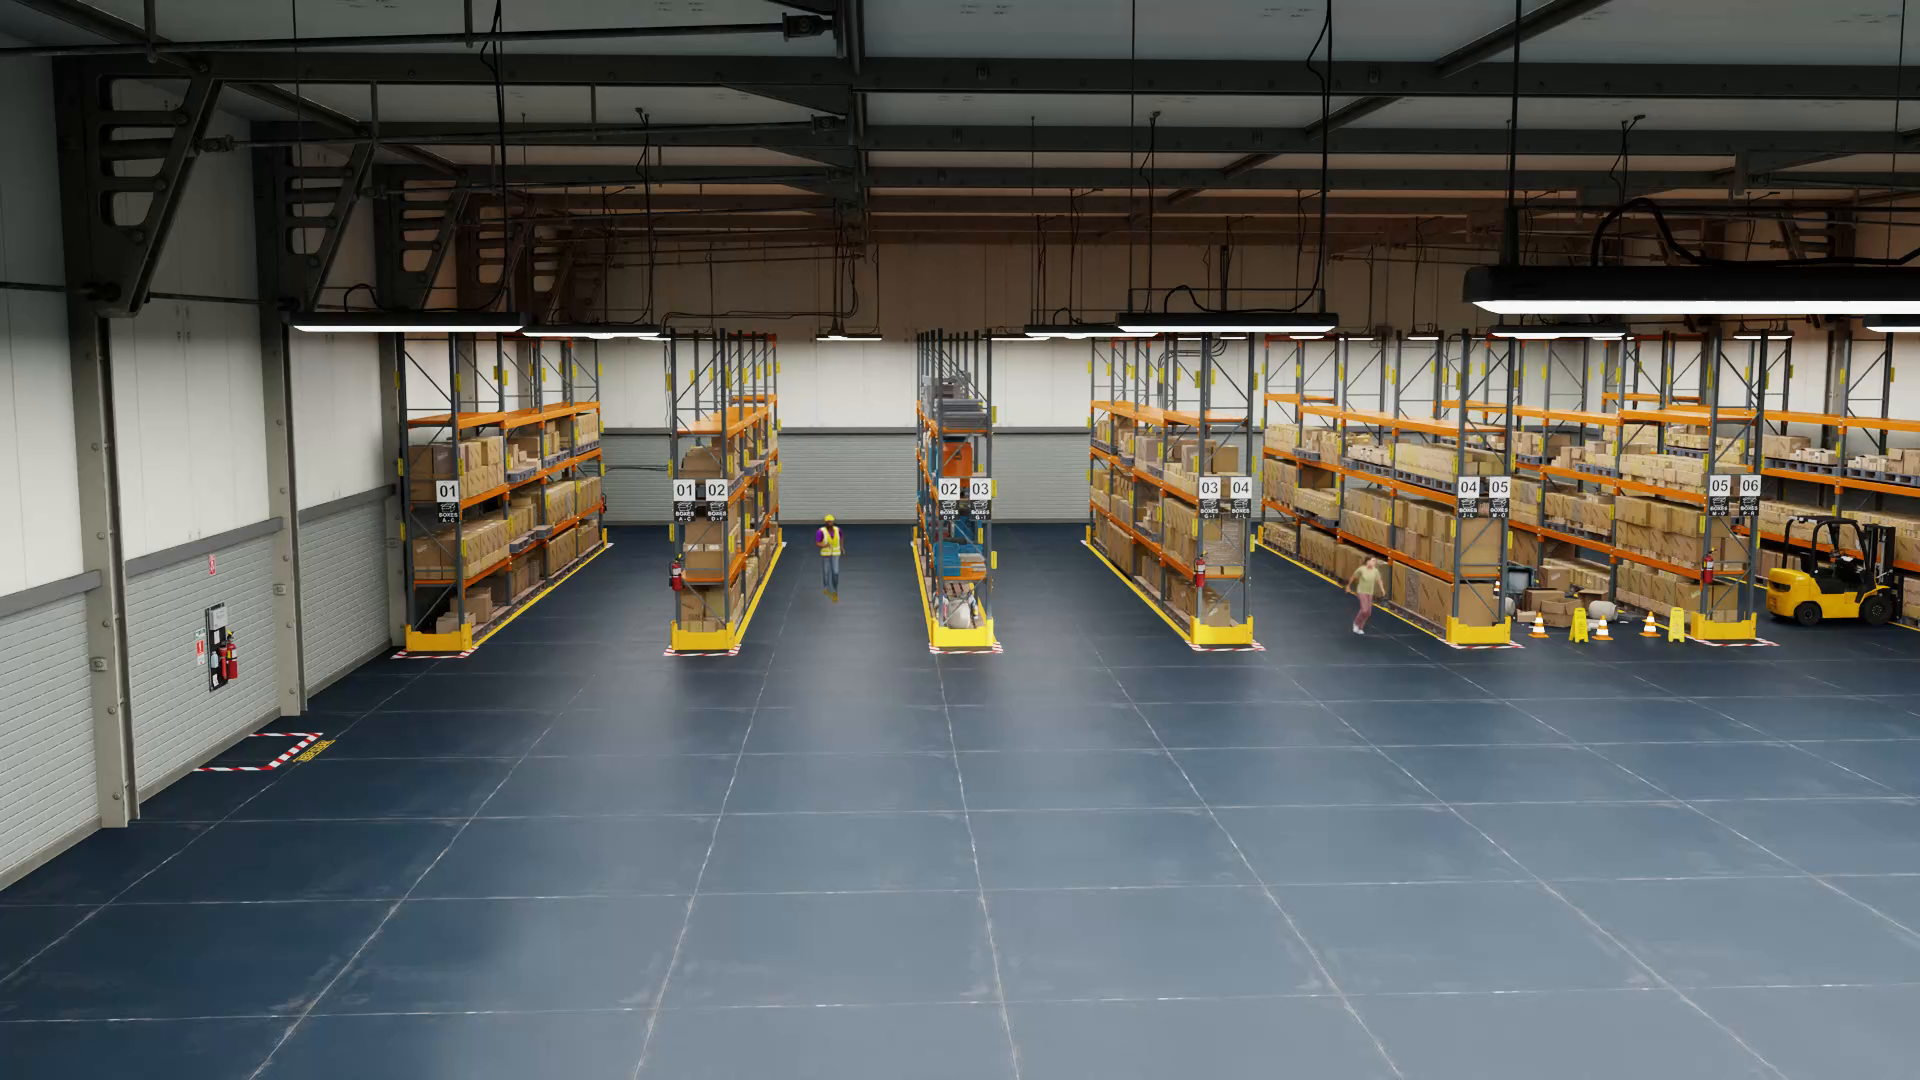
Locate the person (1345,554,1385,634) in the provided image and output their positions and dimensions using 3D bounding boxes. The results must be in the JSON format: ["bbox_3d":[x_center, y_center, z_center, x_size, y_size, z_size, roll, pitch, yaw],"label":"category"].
[{"bbox_3d":[7.994,1.067,32.644,0.547,1.611,0.768,-2,7,-18],"label":"person"}]

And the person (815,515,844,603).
[{"bbox_3d":[-2.777,0.392,35.600,0.651,1.875,0.811,-1,7,-12],"label":"person"}]
